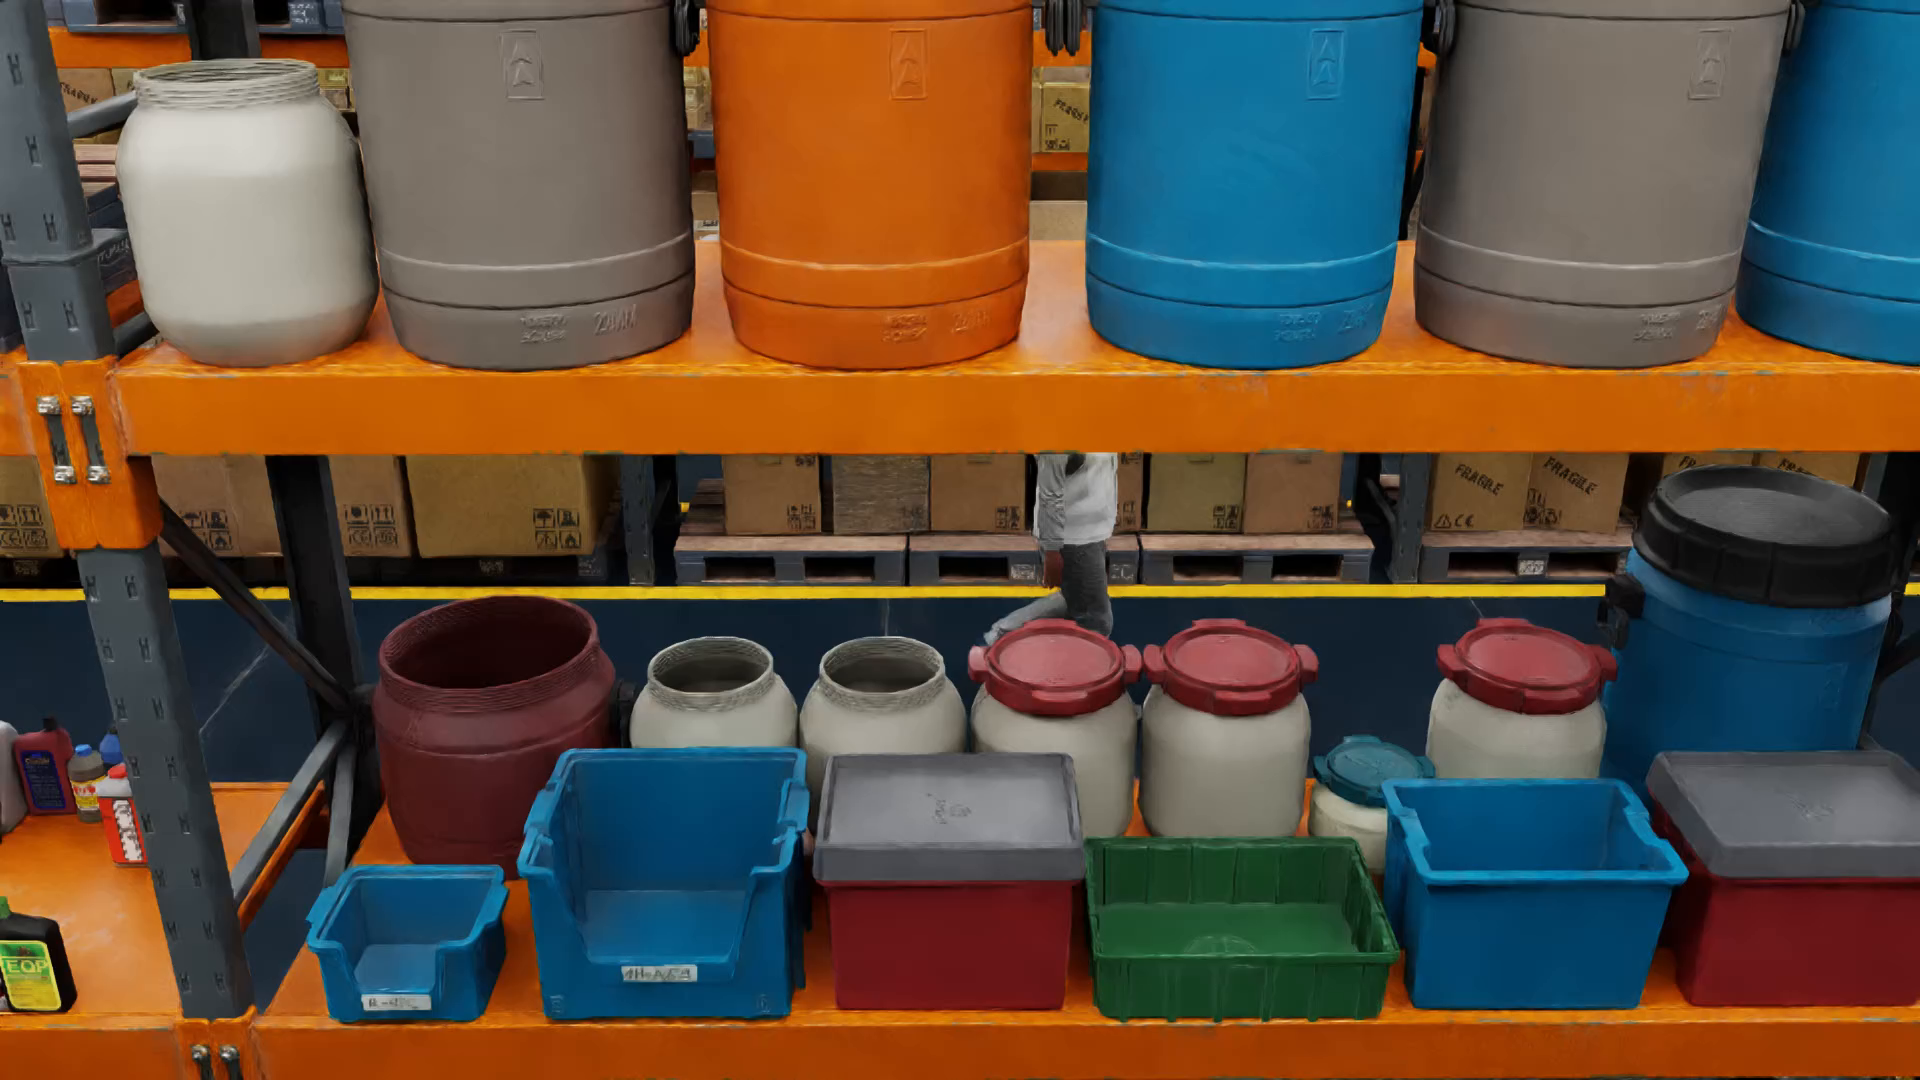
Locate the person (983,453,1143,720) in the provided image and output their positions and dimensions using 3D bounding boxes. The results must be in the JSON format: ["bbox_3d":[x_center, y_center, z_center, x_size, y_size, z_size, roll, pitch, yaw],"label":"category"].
[{"bbox_3d":[0.461,-0.053,7.167,0.758,1.762,0.561,5,24,10],"label":"person"}]
